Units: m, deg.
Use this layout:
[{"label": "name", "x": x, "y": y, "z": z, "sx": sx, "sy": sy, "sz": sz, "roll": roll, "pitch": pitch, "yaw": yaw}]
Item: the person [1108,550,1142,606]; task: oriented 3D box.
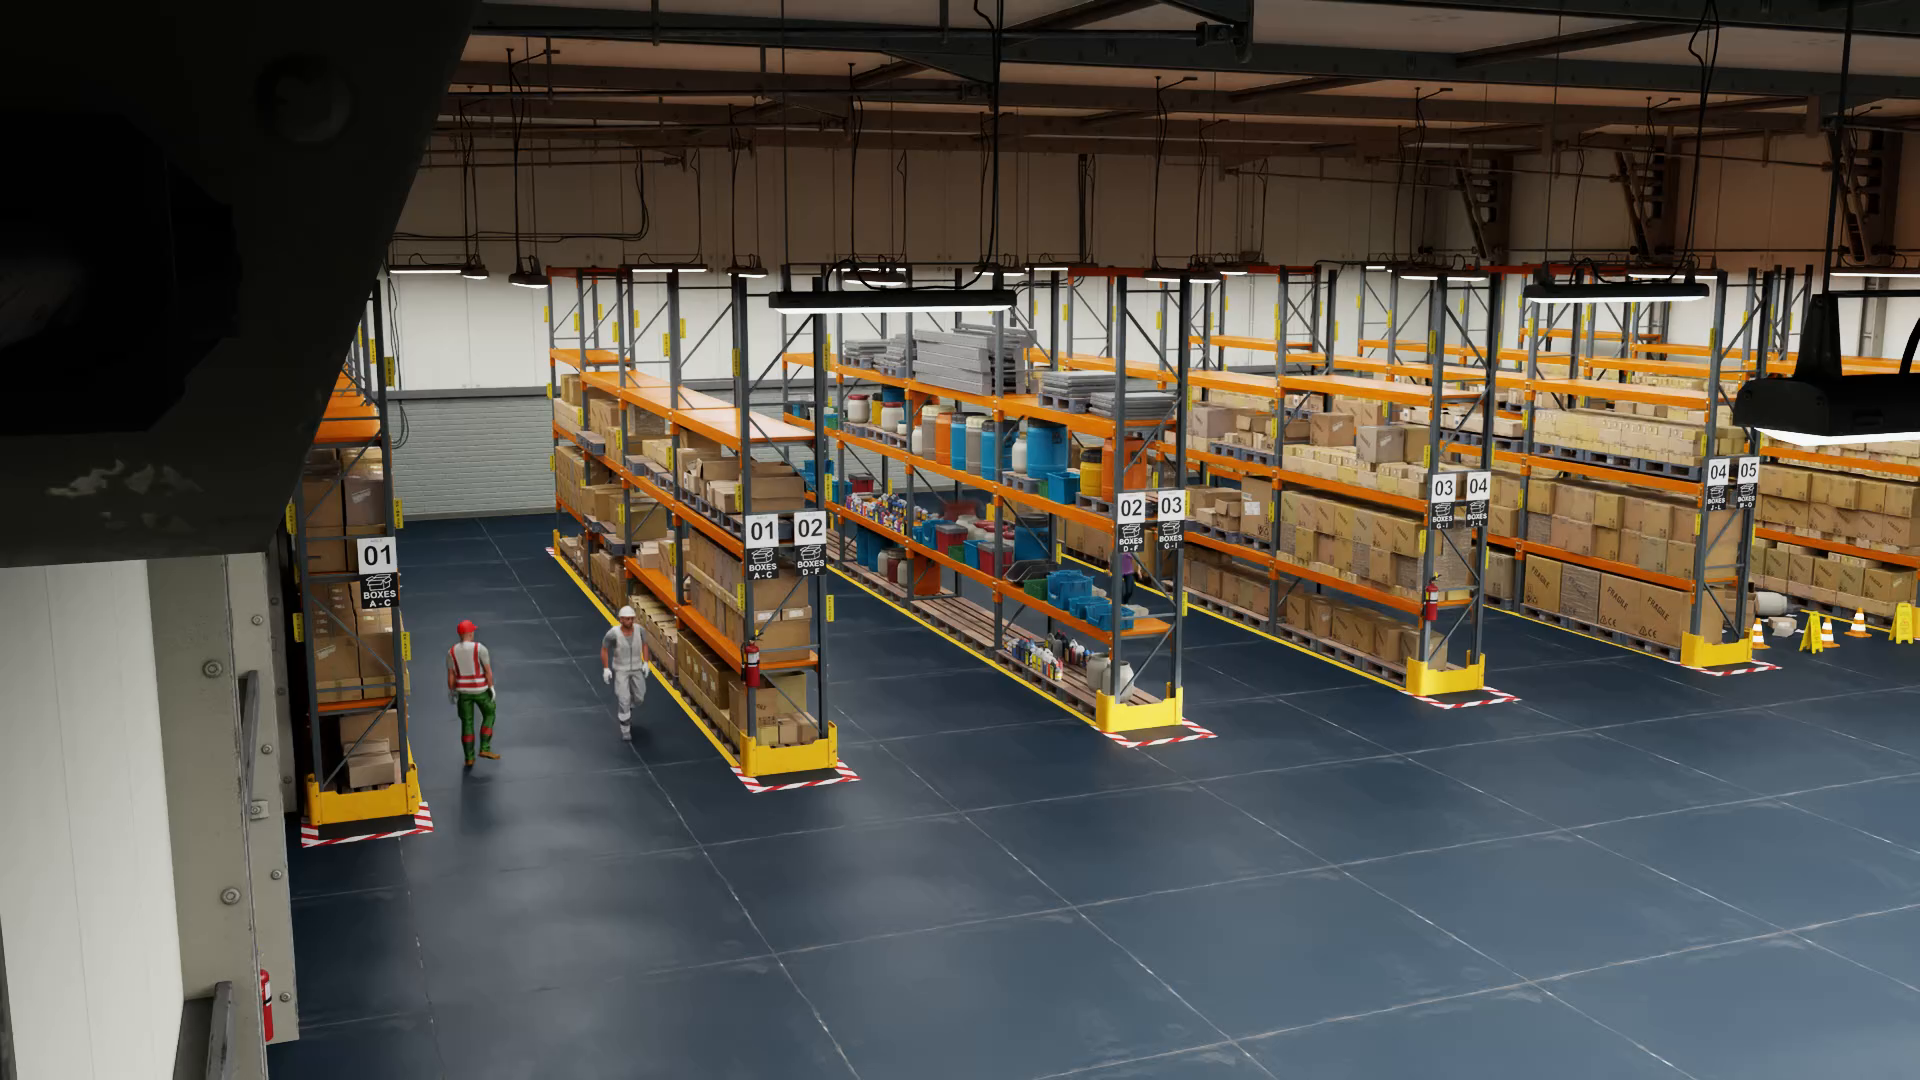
[{"label": "person", "x": 2.773, "y": 0.509, "z": 28.032, "sx": 0.537, "sy": 1.456, "sz": 0.632, "roll": 0, "pitch": 10, "yaw": 0}]

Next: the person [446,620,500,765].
[{"label": "person", "x": -6.068, "y": 1.879, "z": 20.641, "sx": 0.602, "sy": 1.771, "sz": 0.455, "roll": 0, "pitch": 10, "yaw": -1}]

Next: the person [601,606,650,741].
[{"label": "person", "x": -4.413, "y": 1.702, "z": 21.851, "sx": 0.628, "sy": 1.767, "sz": 0.689, "roll": -6, "pitch": 12, "yaw": -32}]
